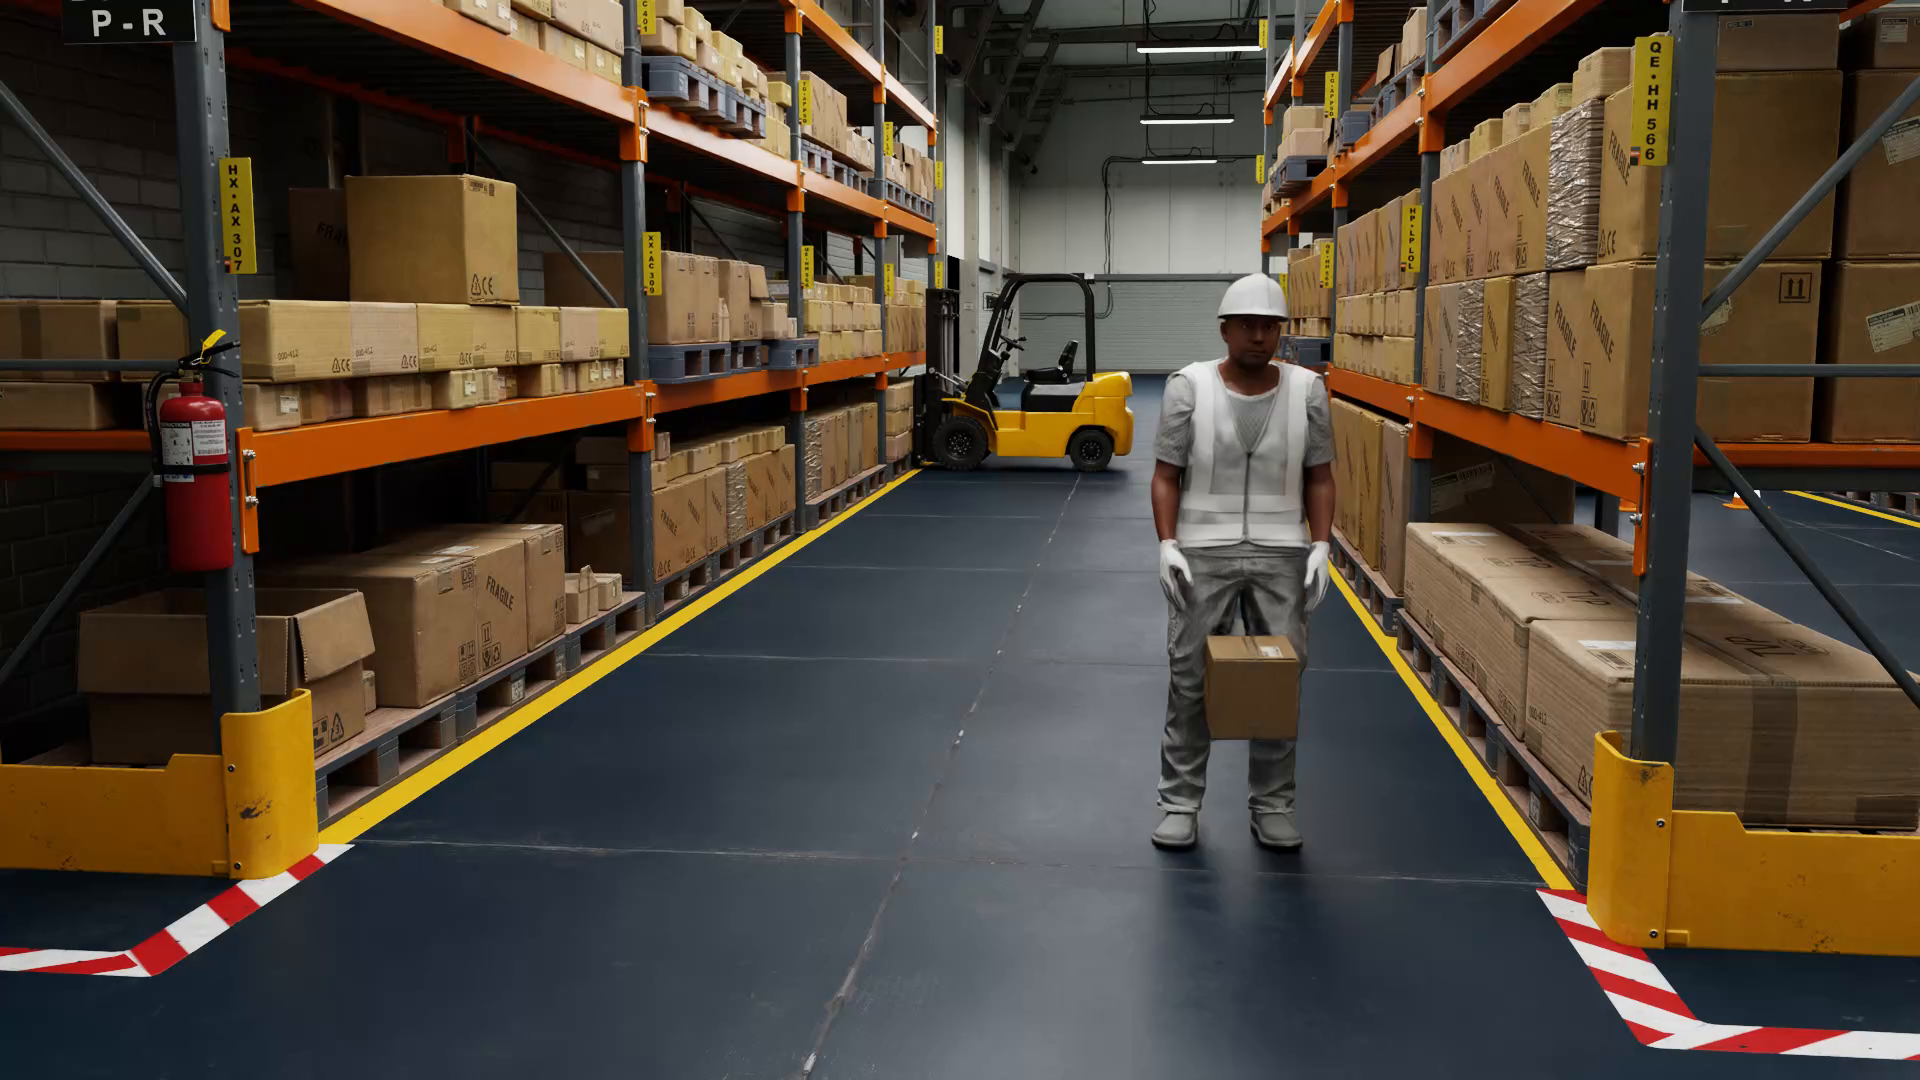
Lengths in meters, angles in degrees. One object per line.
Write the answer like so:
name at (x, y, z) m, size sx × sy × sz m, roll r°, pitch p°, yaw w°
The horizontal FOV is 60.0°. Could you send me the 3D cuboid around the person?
person at (0.885, 0.066, 5.218) m, size 0.575 × 1.781 × 0.411 m, roll 0°, pitch 8°, yaw 3°
